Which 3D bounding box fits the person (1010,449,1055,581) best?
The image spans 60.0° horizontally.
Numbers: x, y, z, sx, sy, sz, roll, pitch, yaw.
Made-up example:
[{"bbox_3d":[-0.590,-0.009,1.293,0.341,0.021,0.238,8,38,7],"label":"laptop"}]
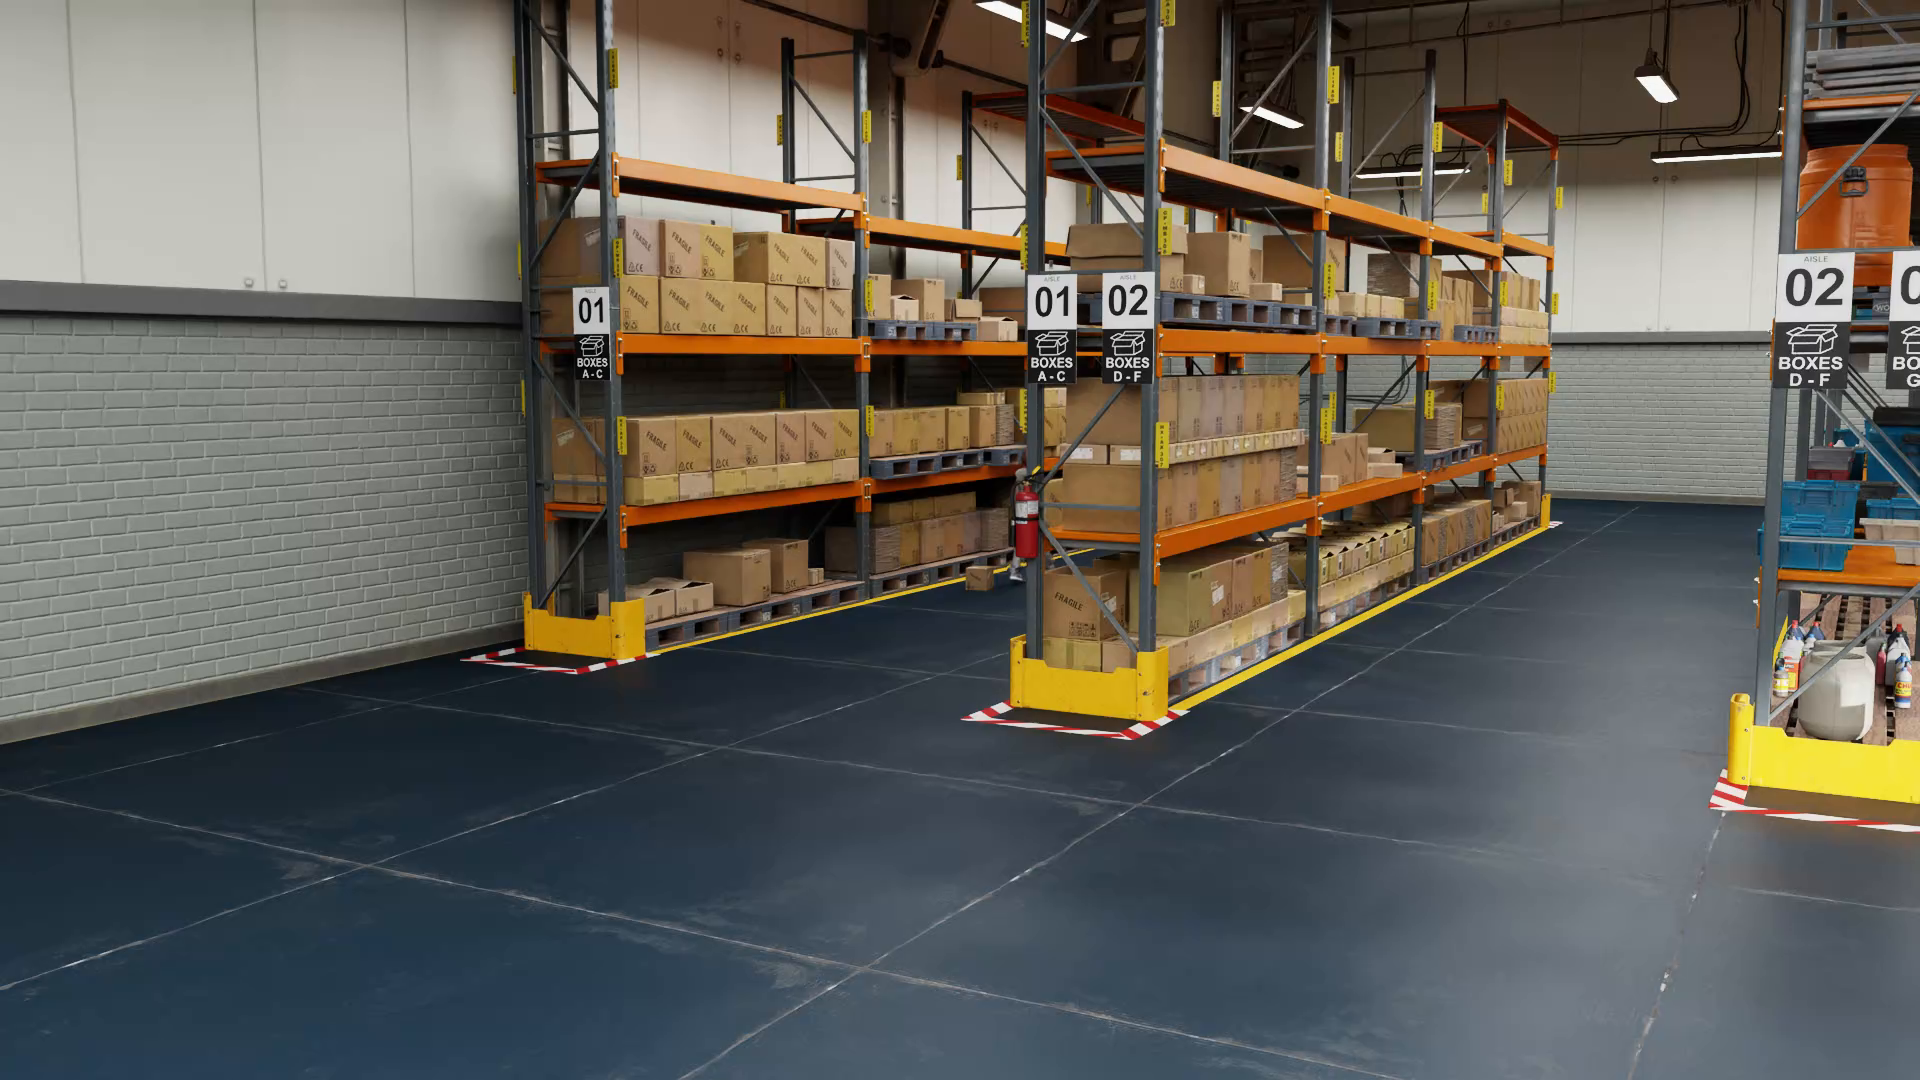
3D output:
[{"bbox_3d":[0.855,-0.305,19.339,0.419,1.550,0.849,3,7,27],"label":"person"}]
